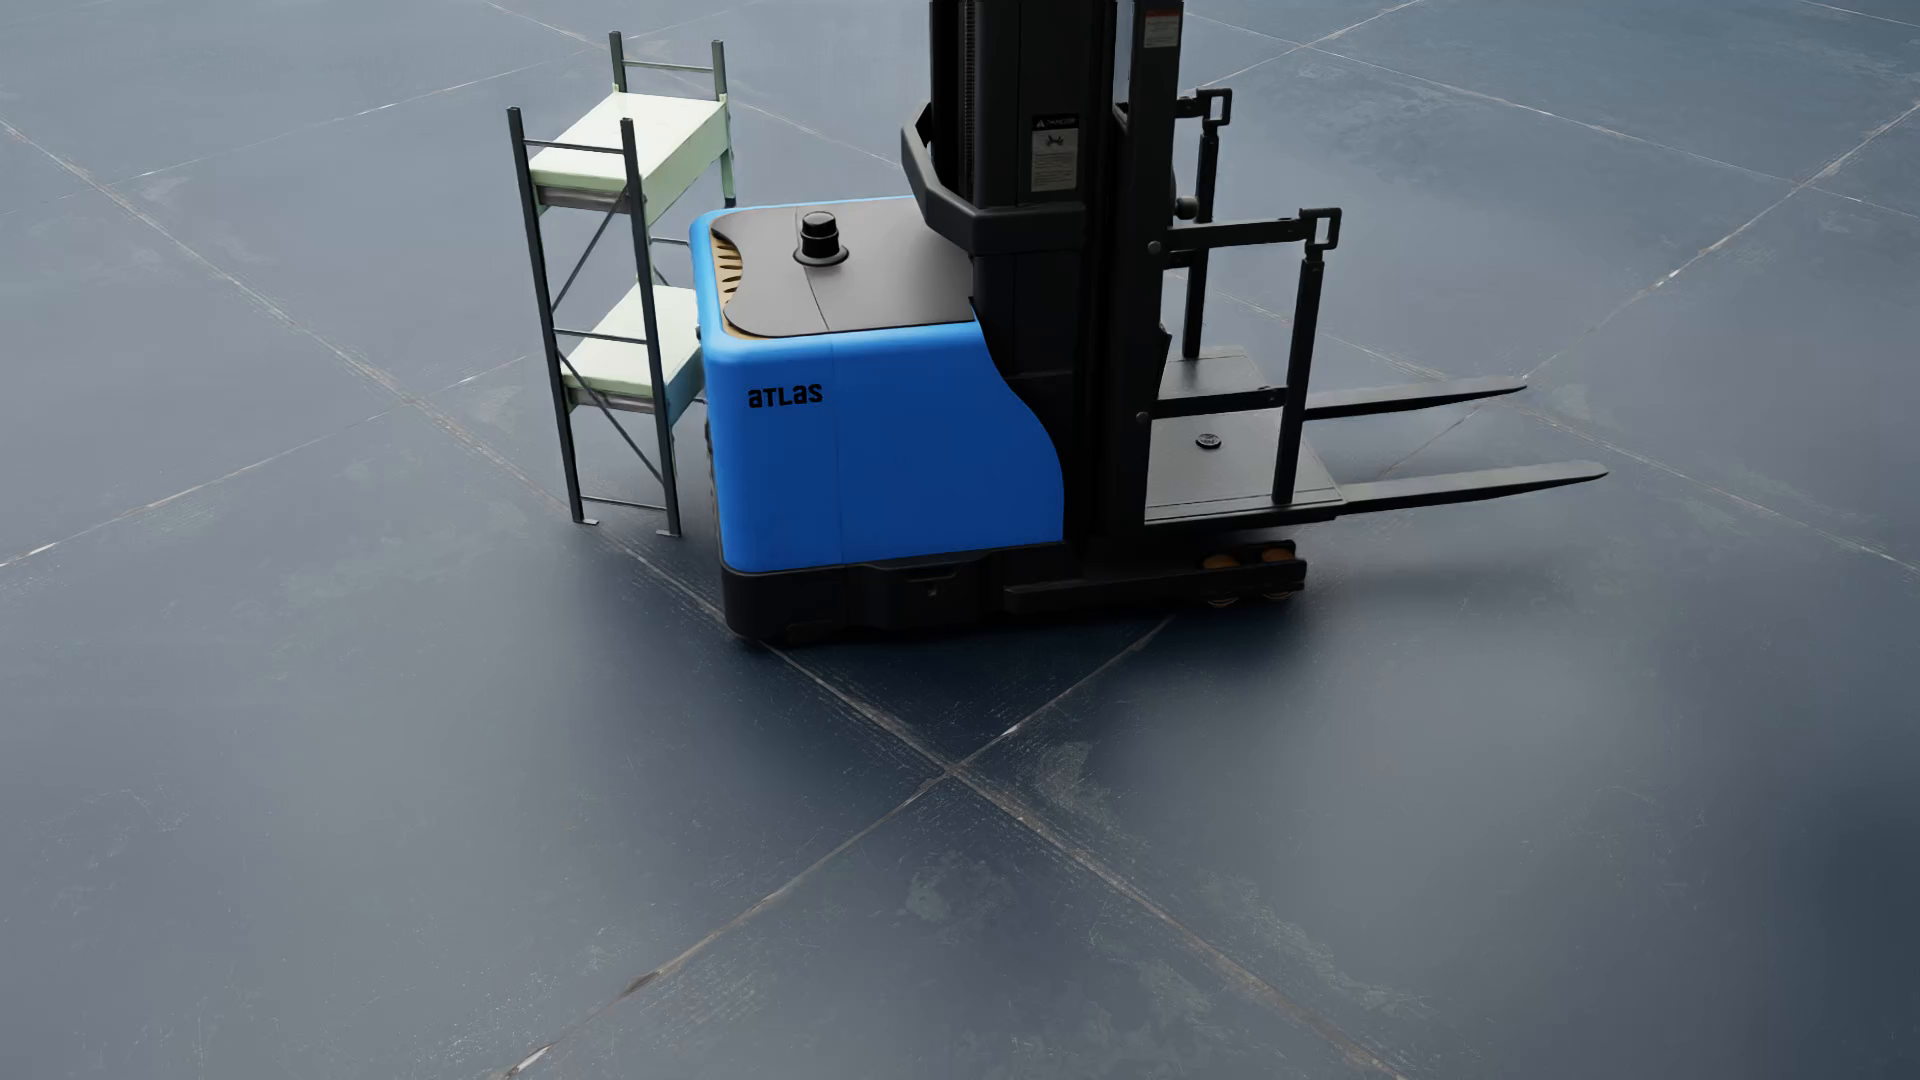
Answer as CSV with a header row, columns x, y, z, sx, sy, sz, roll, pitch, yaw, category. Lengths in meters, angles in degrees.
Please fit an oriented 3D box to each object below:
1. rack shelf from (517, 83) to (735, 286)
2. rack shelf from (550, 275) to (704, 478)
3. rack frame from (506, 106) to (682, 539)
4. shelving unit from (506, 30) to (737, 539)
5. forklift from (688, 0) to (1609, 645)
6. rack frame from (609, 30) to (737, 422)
x,y,z,sx,sy,sz,roll,pitch,yaw,category
-1.071,-1.178,5.445,0.431,0.370,0.720,8,36,12,rack shelf
-1.071,-0.590,5.855,0.431,0.370,0.720,8,36,12,rack shelf
-1.163,-0.655,5.378,0.400,1.500,0.023,8,36,12,rack frame
-1.071,-0.857,5.668,0.431,1.500,0.755,8,36,12,shelving unit
0.674,-1.280,5.023,3.031,2.935,1.130,-6,35,-9,forklift
-0.980,-1.060,5.959,0.400,1.500,0.023,8,36,12,rack frame
